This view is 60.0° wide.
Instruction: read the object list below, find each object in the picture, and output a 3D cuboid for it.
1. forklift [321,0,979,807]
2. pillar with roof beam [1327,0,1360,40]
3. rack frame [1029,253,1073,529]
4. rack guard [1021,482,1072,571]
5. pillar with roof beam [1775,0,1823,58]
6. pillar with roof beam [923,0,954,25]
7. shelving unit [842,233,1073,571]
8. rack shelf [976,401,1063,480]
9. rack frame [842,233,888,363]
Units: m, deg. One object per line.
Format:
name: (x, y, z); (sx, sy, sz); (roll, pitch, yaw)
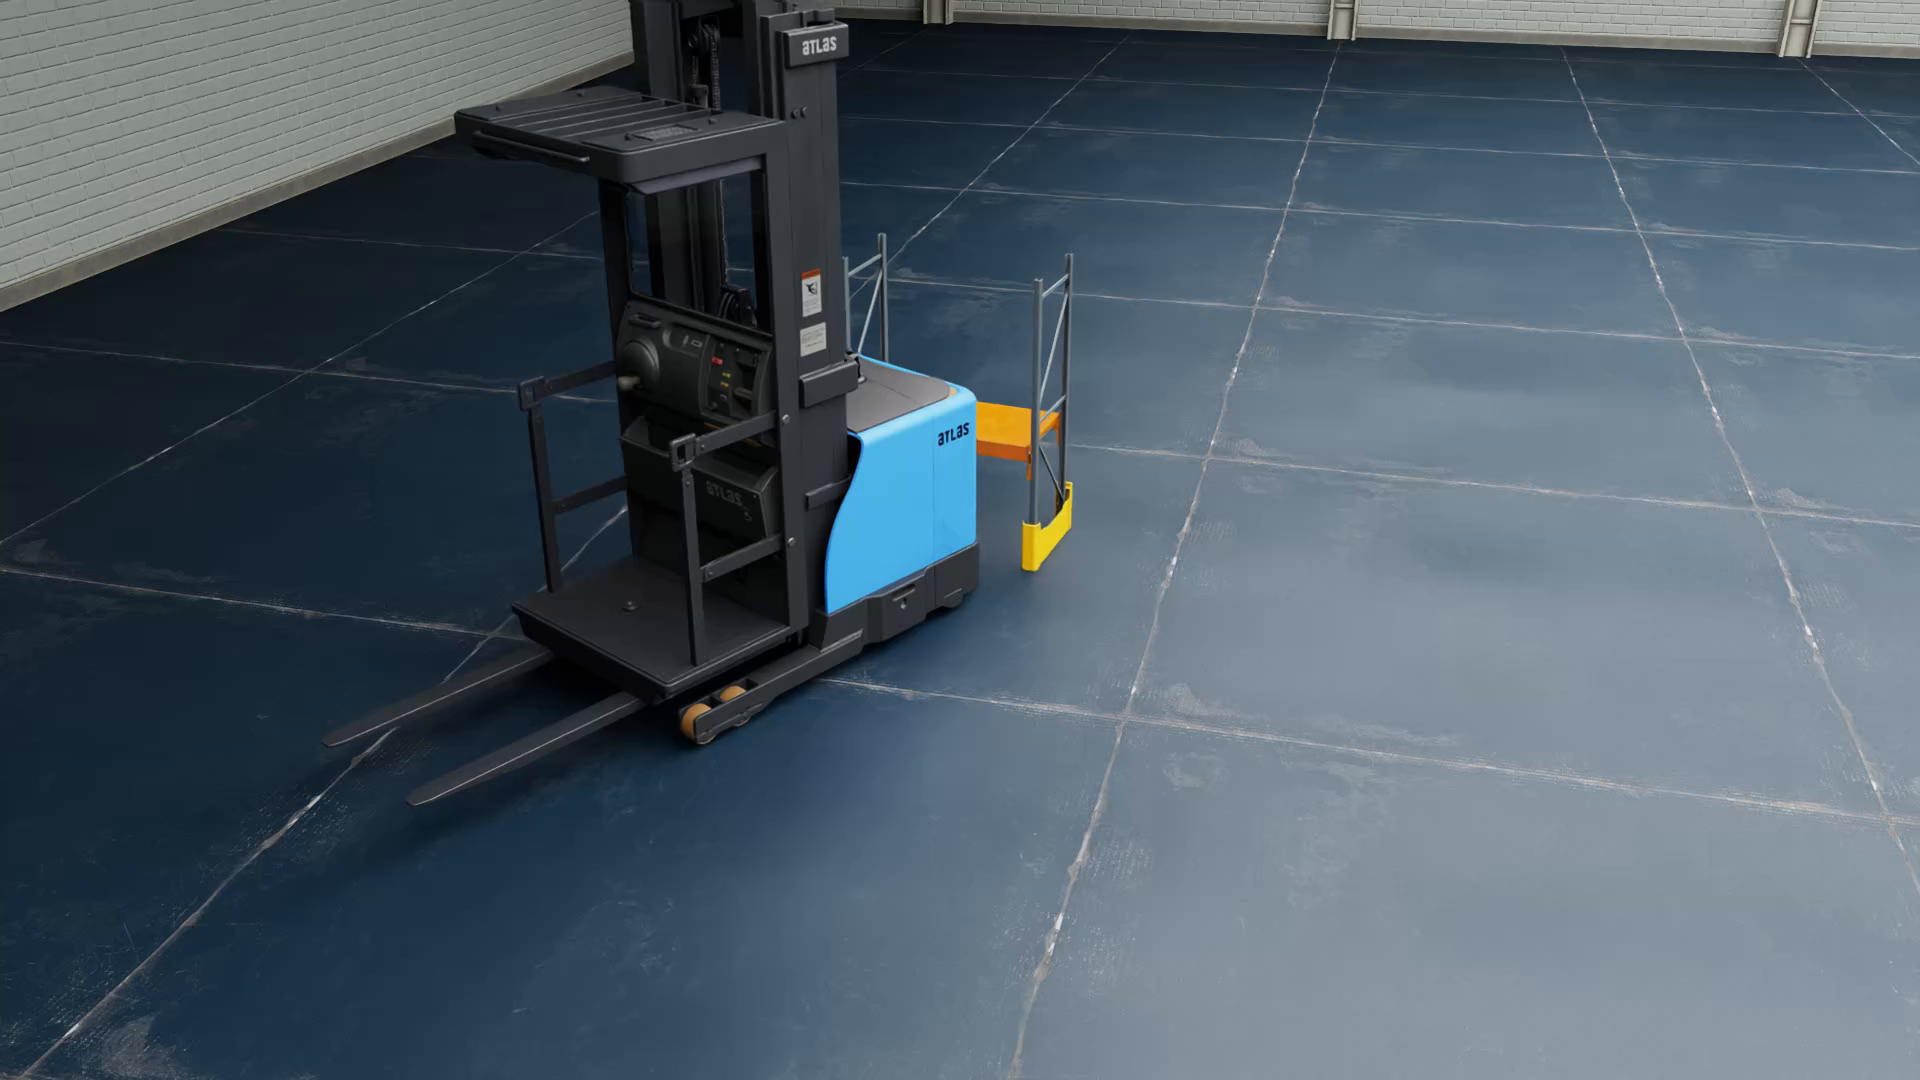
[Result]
forklift: (-1.265, -0.716, 6.844); (1.130, 2.935, 3.031); (21, 33, 37)
pillar with roof beam: (4.412, -9.489, 18.212); (0.400, 9.000, 9.100); (6, 26, 13)
rack frame: (0.454, -0.643, 8.356); (0.032, 1.500, 0.500); (10, 27, 20)
rack guard: (0.453, -0.079, 8.625); (0.087, 0.250, 0.587); (10, 27, 20)
pillar with roof beam: (10.223, -8.846, 16.863); (0.400, 9.000, 9.100); (6, 26, 13)
pillar with roof beam: (-1.399, -10.131, 19.561); (0.400, 9.000, 9.100); (6, 26, 13)
shelving unit: (-0.009, -0.723, 8.524); (1.083, 1.500, 0.587); (10, 27, 20)
rack shelf: (-0.017, -0.562, 8.604); (1.000, 0.185, 0.538); (10, 27, 20)
rack frame: (-0.489, -0.806, 8.698); (0.032, 1.500, 0.500); (10, 27, 20)
